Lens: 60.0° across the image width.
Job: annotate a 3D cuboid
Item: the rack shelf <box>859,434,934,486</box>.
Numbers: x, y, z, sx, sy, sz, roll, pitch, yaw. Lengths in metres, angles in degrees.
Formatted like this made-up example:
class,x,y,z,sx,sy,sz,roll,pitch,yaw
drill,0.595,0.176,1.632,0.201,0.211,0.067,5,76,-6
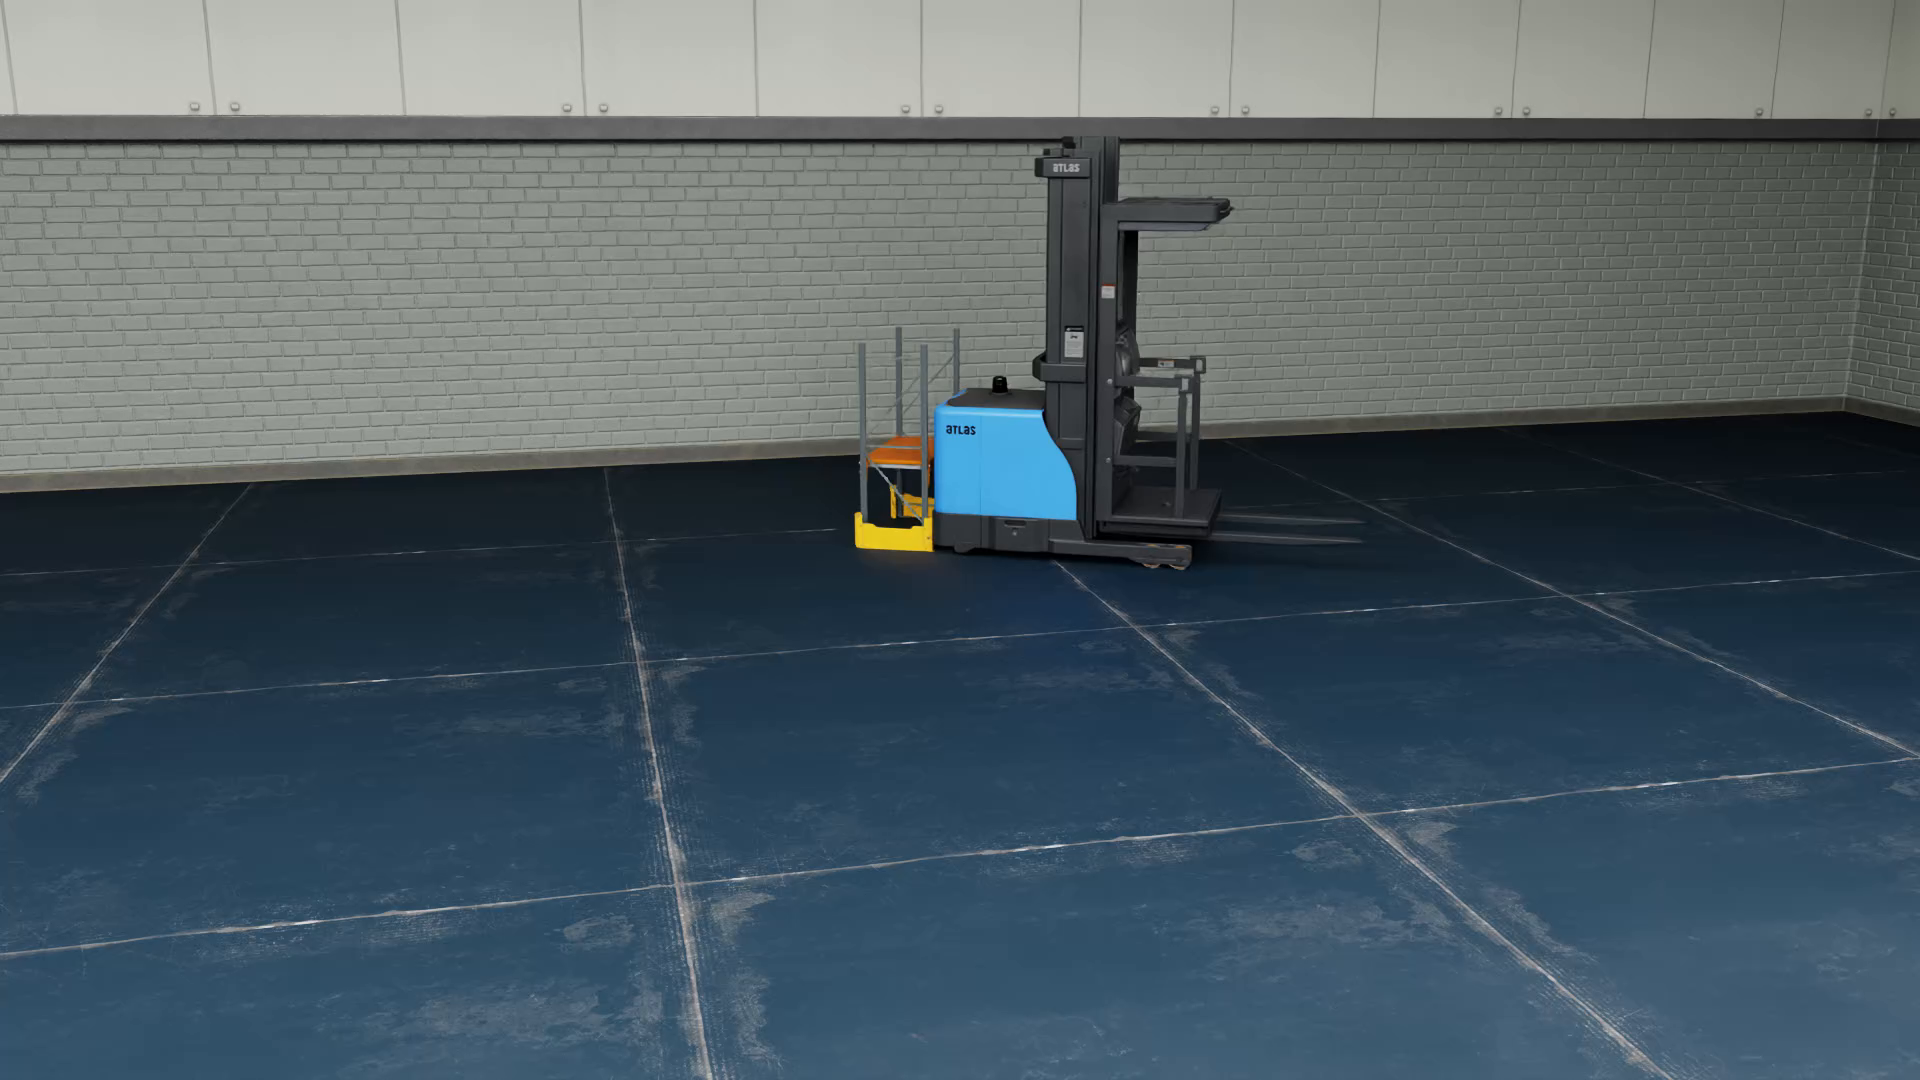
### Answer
class,x,y,z,sx,sy,sz,roll,pitch,yaw
rack shelf,-0.364,-0.610,12.523,0.538,0.185,1.000,3,14,12

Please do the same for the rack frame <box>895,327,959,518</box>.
class,x,y,z,sx,sy,sz,roll,pitch,yaw
rack frame,-0.251,-0.903,12.962,0.500,1.500,0.032,3,14,12

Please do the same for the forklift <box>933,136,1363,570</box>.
class,x,y,z,sx,sy,sz,roll,pitch,yaw
forklift,1.375,-1.355,11.796,3.031,2.935,1.130,3,14,13

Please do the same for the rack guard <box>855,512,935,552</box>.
class,x,y,z,sx,sy,sz,roll,pitch,yaw
rack guard,-0.477,-0.061,12.149,0.587,0.250,0.087,3,14,12

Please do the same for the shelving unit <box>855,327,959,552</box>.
class,x,y,z,sx,sy,sz,roll,pitch,yaw
shelving unit,-0.366,-0.783,12.472,0.587,1.500,1.083,3,14,12

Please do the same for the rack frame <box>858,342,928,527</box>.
class,x,y,z,sx,sy,sz,roll,pitch,yaw
rack frame,-0.477,-0.668,11.999,0.500,1.500,0.032,3,14,12

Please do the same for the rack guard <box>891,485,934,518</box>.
class,x,y,z,sx,sy,sz,roll,pitch,yaw
rack guard,-0.256,-0.291,13.092,0.587,0.250,0.087,3,14,12
